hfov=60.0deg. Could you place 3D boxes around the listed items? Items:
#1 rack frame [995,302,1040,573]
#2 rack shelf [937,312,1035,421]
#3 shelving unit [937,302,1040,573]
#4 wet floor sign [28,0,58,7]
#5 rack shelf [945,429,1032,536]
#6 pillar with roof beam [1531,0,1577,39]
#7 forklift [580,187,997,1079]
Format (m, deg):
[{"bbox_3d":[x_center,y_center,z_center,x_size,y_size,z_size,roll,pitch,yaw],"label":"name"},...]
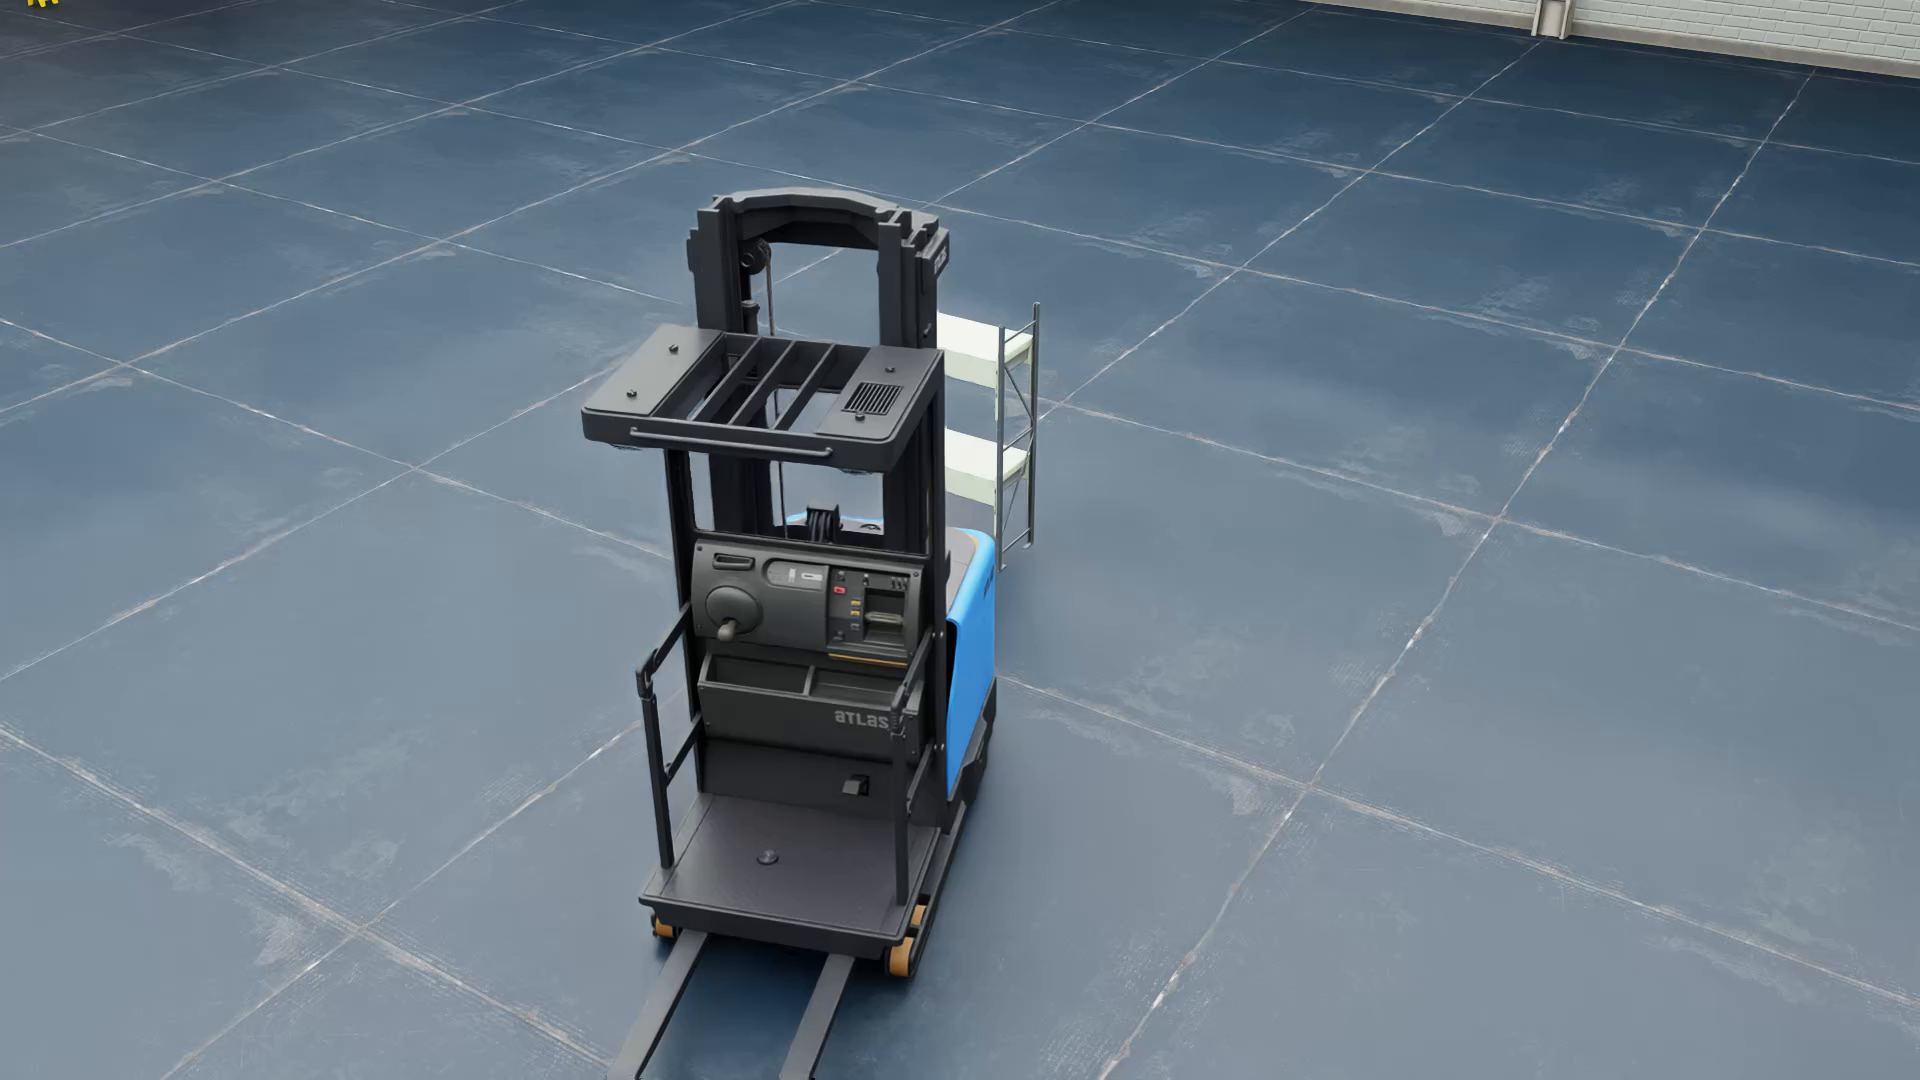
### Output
[{"bbox_3d":[0.316,-0.548,9.201,0.023,1.500,0.400,18,35,27],"label":"rack frame"},{"bbox_3d":[0.006,-0.983,9.172,0.720,0.370,0.431,18,35,27],"label":"rack shelf"},{"bbox_3d":[0.006,-0.646,9.369,0.755,1.500,0.431,18,35,27],"label":"shelving unit"},{"bbox_3d":[-12.008,-7.297,21.617,0.232,0.644,0.267,12,32,19],"label":"wet floor sign"},{"bbox_3d":[0.006,-0.364,9.533,0.720,0.370,0.431,18,35,27],"label":"rack shelf"},{"bbox_3d":[4.943,-8.238,14.941,0.400,9.000,9.100,18,35,27],"label":"pillar with roof beam"},{"bbox_3d":[-0.651,0.290,6.344,1.130,2.935,3.031,7,31,11],"label":"forklift"}]
